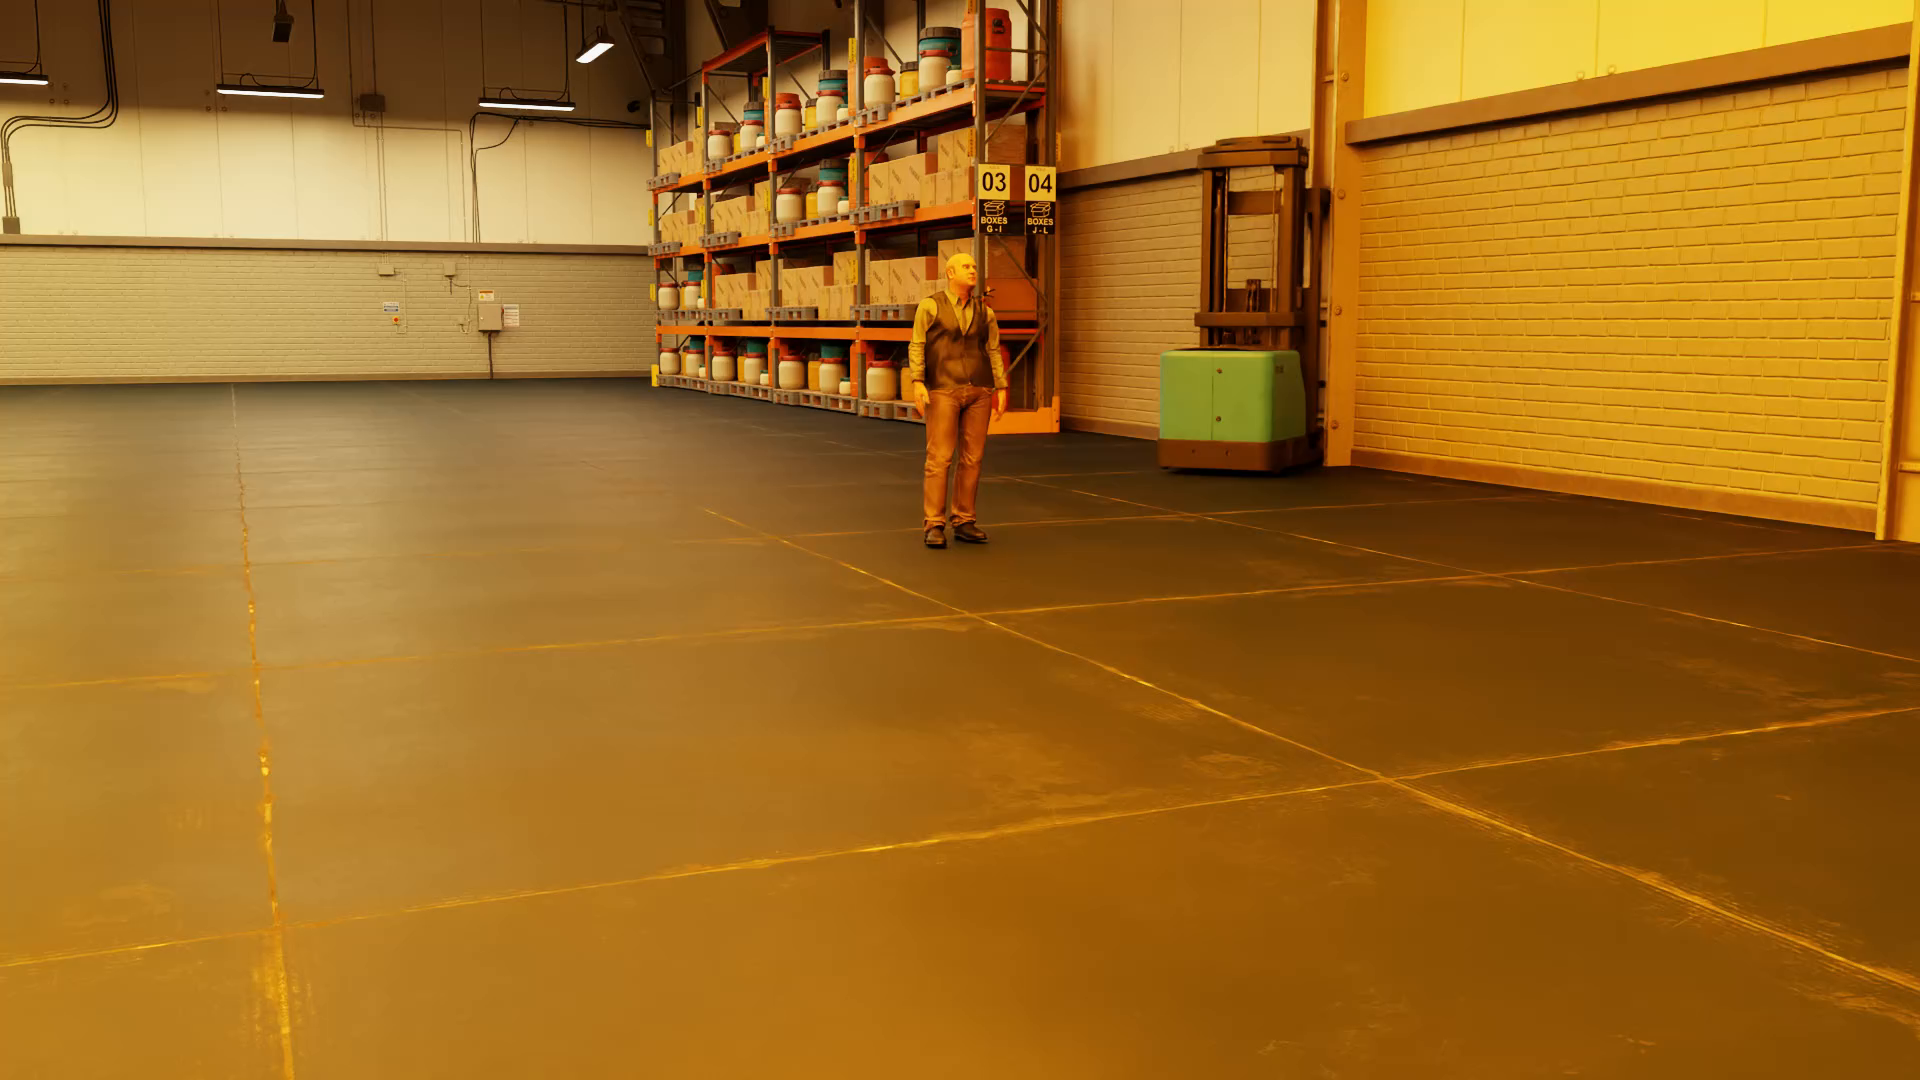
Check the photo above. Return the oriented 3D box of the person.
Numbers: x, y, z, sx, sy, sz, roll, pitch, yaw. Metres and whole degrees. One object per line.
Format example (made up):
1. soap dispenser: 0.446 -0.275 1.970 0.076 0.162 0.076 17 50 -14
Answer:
1. person: 0.017 -0.853 9.981 0.632 1.720 0.568 -3 8 -23

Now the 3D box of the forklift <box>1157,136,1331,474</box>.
1. forklift: 2.860 -2.167 15.376 1.130 2.935 3.031 4 8 28
